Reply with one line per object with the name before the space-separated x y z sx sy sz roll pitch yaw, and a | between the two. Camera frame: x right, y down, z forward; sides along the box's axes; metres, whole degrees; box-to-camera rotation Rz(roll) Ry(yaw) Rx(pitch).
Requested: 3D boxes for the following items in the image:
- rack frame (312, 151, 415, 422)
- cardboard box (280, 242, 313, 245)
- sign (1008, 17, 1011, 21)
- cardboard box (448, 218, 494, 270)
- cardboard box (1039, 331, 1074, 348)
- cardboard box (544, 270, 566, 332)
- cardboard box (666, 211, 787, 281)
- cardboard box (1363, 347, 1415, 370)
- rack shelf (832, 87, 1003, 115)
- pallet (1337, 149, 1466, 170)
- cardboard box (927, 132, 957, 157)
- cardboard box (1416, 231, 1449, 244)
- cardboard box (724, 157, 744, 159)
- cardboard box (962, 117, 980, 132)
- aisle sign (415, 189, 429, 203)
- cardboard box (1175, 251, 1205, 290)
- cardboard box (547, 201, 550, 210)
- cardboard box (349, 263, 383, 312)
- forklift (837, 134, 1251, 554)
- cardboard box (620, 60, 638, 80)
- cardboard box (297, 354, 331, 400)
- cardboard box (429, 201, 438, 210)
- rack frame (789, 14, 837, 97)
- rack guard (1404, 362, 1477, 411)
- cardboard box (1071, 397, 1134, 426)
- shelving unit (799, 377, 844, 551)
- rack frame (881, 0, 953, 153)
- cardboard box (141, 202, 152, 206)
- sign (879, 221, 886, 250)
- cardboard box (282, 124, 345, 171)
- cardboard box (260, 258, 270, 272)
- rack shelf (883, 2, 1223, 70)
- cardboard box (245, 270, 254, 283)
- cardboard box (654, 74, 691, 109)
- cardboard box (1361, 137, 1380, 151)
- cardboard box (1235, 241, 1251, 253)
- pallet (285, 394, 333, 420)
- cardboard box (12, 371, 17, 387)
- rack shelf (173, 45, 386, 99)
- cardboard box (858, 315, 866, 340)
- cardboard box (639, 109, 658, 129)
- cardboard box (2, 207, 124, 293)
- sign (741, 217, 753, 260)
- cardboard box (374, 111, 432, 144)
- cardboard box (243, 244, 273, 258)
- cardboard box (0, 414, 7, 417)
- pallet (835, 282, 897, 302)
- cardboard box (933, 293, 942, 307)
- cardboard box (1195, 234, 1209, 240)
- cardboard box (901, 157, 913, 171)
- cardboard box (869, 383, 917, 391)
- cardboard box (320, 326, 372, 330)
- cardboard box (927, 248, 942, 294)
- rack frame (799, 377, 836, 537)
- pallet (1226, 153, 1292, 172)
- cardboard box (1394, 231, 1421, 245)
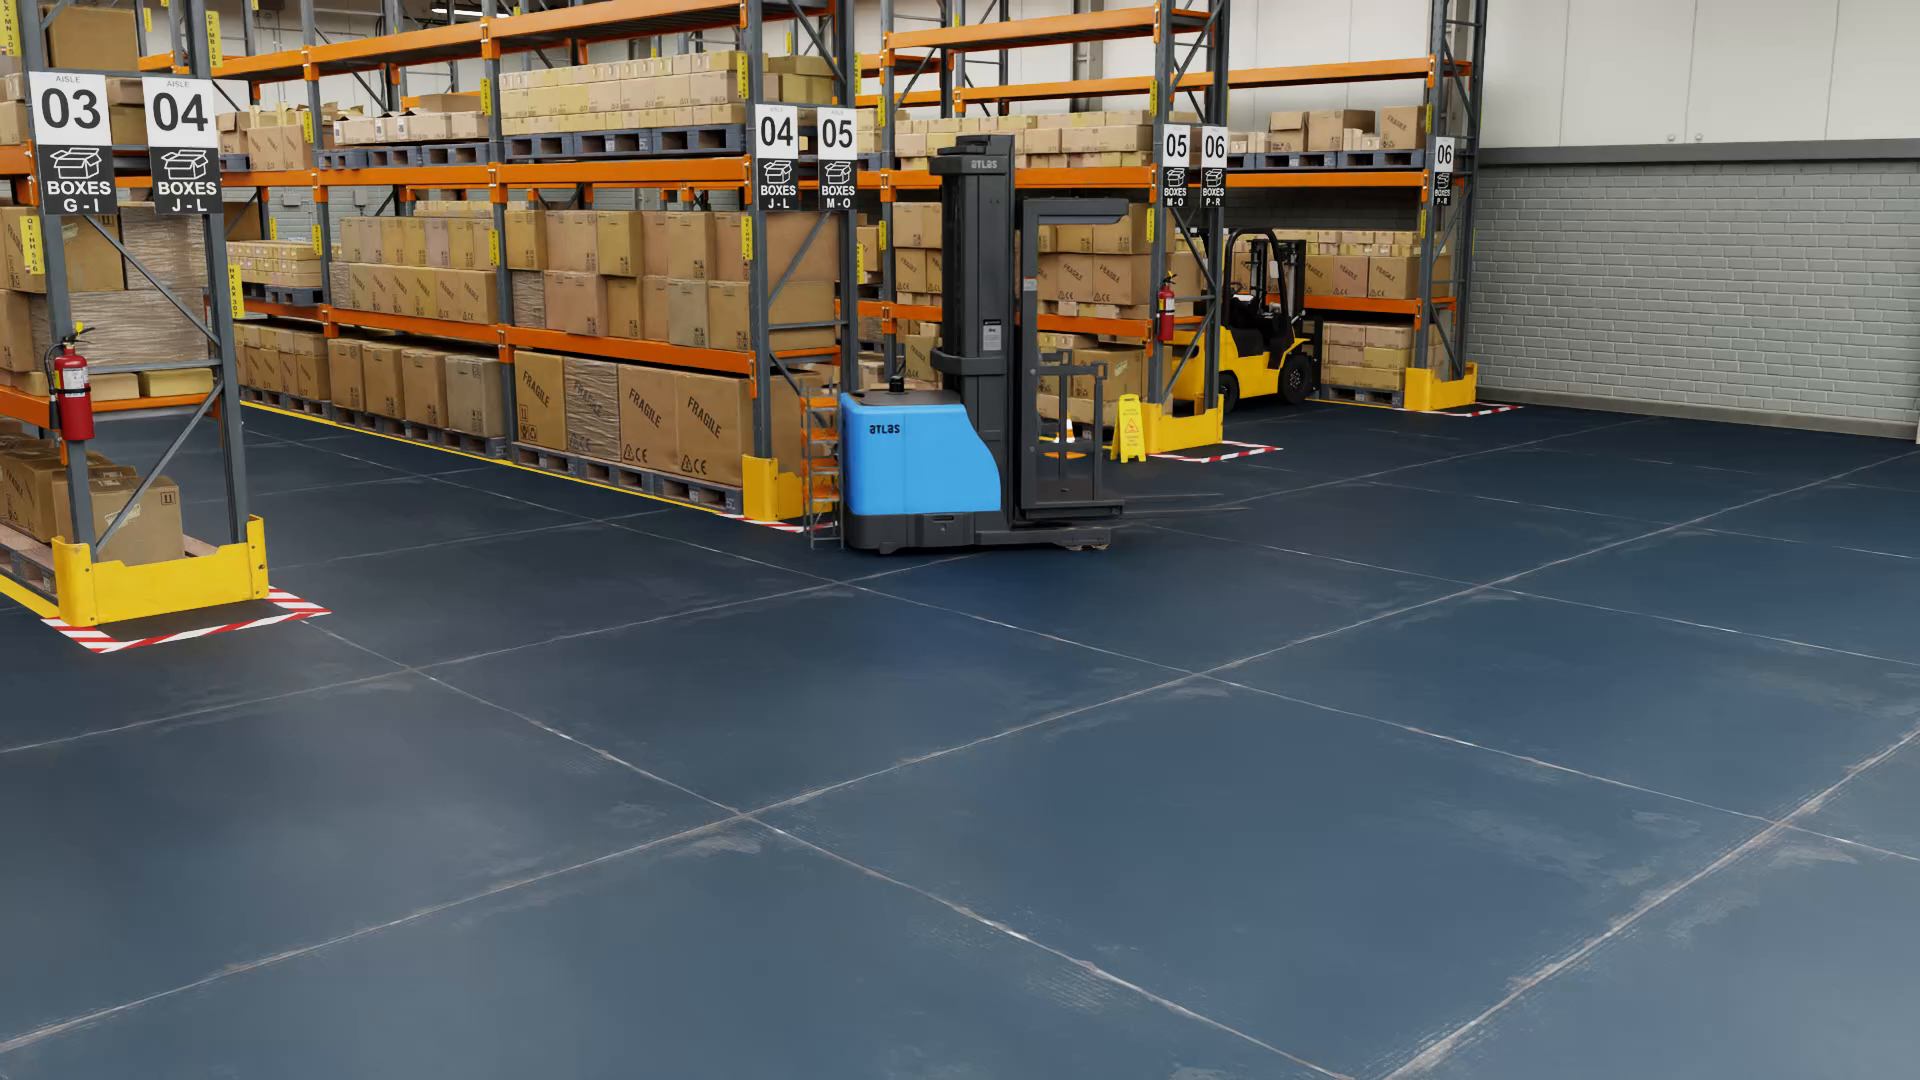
rack frame | -6.761 -2.884 18.977 1.000 3.000 0.127 -11 16 -43
cardboard box | -8.205 -3.620 20.657 0.250 0.149 0.380 11 16 43
sign | 0.736 -7.832 25.419 0.100 0.325 0.005 -11 16 -43
cardboard box | -4.702 -2.986 16.743 0.700 0.500 0.500 -11 16 -43
cardboard box | 1.059 -2.127 17.610 0.380 0.149 0.250 -11 16 -42
cardboard box | -3.339 -2.245 15.501 0.875 0.550 0.550 -11 16 -43
cardboard box | -1.911 -2.446 13.802 0.875 0.550 0.550 -11 16 -43
cardboard box | 5.300 -2.245 20.408 0.500 0.250 0.500 -11 16 -43
rack shelf | -1.044 -6.963 26.681 1.077 0.370 4.000 -11 16 -43
pallet | 5.392 -4.646 20.314 1.003 0.211 1.213 -11 16 -43
cardboard box | -0.019 -4.370 18.390 0.500 0.250 0.500 -11 16 -43
cardboard box | 5.784 -3.705 20.366 0.380 0.149 0.250 -11 16 -44
cardboard box | -2.603 -4.967 21.406 0.700 0.500 0.500 -11 16 -43
cardboard box | 0.240 -4.505 18.058 0.250 0.149 0.380 11 16 43
aisle sign | -9.034 -6.000 27.656 0.394 0.787 0.004 -11 16 -43
cardboard box | 3.217 -3.645 22.422 0.500 0.500 0.500 11 16 44
cardboard box | -6.231 -5.146 25.624 0.380 0.149 0.250 -11 16 -42
cardboard box | -6.293 -2.756 18.108 0.500 0.500 0.500 -11 16 -43
forklift | 0.635 -1.461 12.238 3.031 2.935 1.130 -2 12 -11
cardboard box | -2.592 -3.895 13.810 0.380 0.149 0.250 -11 16 -43
cardboard box | -7.404 -1.925 19.476 0.500 0.500 0.500 -11 16 -43
cardboard box | -8.401 -5.440 27.049 0.380 0.149 0.250 -10 15 -41
rack frame | -2.425 -7.803 27.985 1.000 3.000 0.127 -11 16 -43
rack guard | 5.878 -1.886 20.325 1.175 0.500 0.348 -11 16 -43
cardboard box | 1.505 -1.364 17.372 0.500 0.250 0.500 -11 16 -43
shelving unit | -1.015 -0.566 12.178 0.258 1.200 0.503 -3 12 -11
rack frame | -0.488 -5.943 18.958 1.000 3.000 0.127 -11 16 -43
cardboard box | -10.747 -4.335 22.554 0.500 0.500 0.500 -10 16 -41
sign | -0.887 -3.494 19.068 0.100 0.325 0.005 -11 16 -43
cardboard box | -7.339 -4.450 18.897 0.500 0.500 0.500 -11 16 -43
cardboard box | -7.973 -3.234 19.522 0.380 0.149 0.250 -11 16 -42
rack shelf | 0.893 -5.297 17.614 1.077 0.370 4.000 -11 16 -43
cardboard box | -8.316 -3.163 19.911 0.380 0.149 0.250 -10 15 -41
cardboard box | -2.121 -3.618 13.453 0.500 0.250 0.500 -11 16 -42
cardboard box | 5.070 -4.793 20.141 0.250 0.149 0.380 11 16 44
cardboard box | 3.806 -3.824 21.684 0.380 0.149 0.250 -11 16 -43
pallet | -7.299 -1.633 19.813 1.003 0.211 1.213 -11 16 -43
cardboard box | -5.925 -1.077 10.827 0.380 0.149 0.250 -11 16 -43
rack shelf | -8.142 -5.566 19.901 1.077 0.370 4.000 -11 16 -43
cardboard box | -1.538 -3.594 27.578 0.500 0.500 0.500 11 16 43
cardboard box | -2.414 -3.467 13.708 0.380 0.149 0.250 -11 16 -43
cardboard box | -5.452 -1.770 10.108 0.500 0.500 0.500 -11 16 -43
sign | -1.638 -2.326 12.812 0.100 0.325 0.005 -11 16 -43
cardboard box | -5.719 -4.280 17.251 0.500 0.311 0.500 -11 16 -44
cardboard box | -8.322 -3.455 19.855 0.380 0.149 0.250 -10 15 -40
cardboard box | -8.380 -0.780 13.868 0.700 0.500 0.500 -11 16 -43
pallet | -0.911 -3.043 20.222 1.003 0.211 1.213 -11 16 -43
cardboard box | -0.085 -2.727 18.837 0.380 0.149 0.250 -11 16 -43
cardboard box | 3.364 -4.099 22.279 0.380 0.149 0.250 -11 16 -42
cardboard box | -0.450 -4.271 18.895 0.380 0.149 0.250 -11 16 -43
cardboard box | -0.732 -1.436 18.136 0.500 0.500 0.500 -1 12 -4
cardboard box | -7.412 -2.441 20.123 0.500 0.250 0.500 -11 16 -43
cardboard box | -0.022 -3.027 18.683 0.500 0.500 0.500 -11 16 -43
rack frame | -1.062 -0.614 12.412 0.240 1.200 0.015 -3 12 -11
pallet | 3.707 -5.002 22.043 1.003 0.211 1.213 -11 16 -43
cardboard box | 5.462 -3.649 20.095 0.380 0.149 0.250 -11 16 -42
